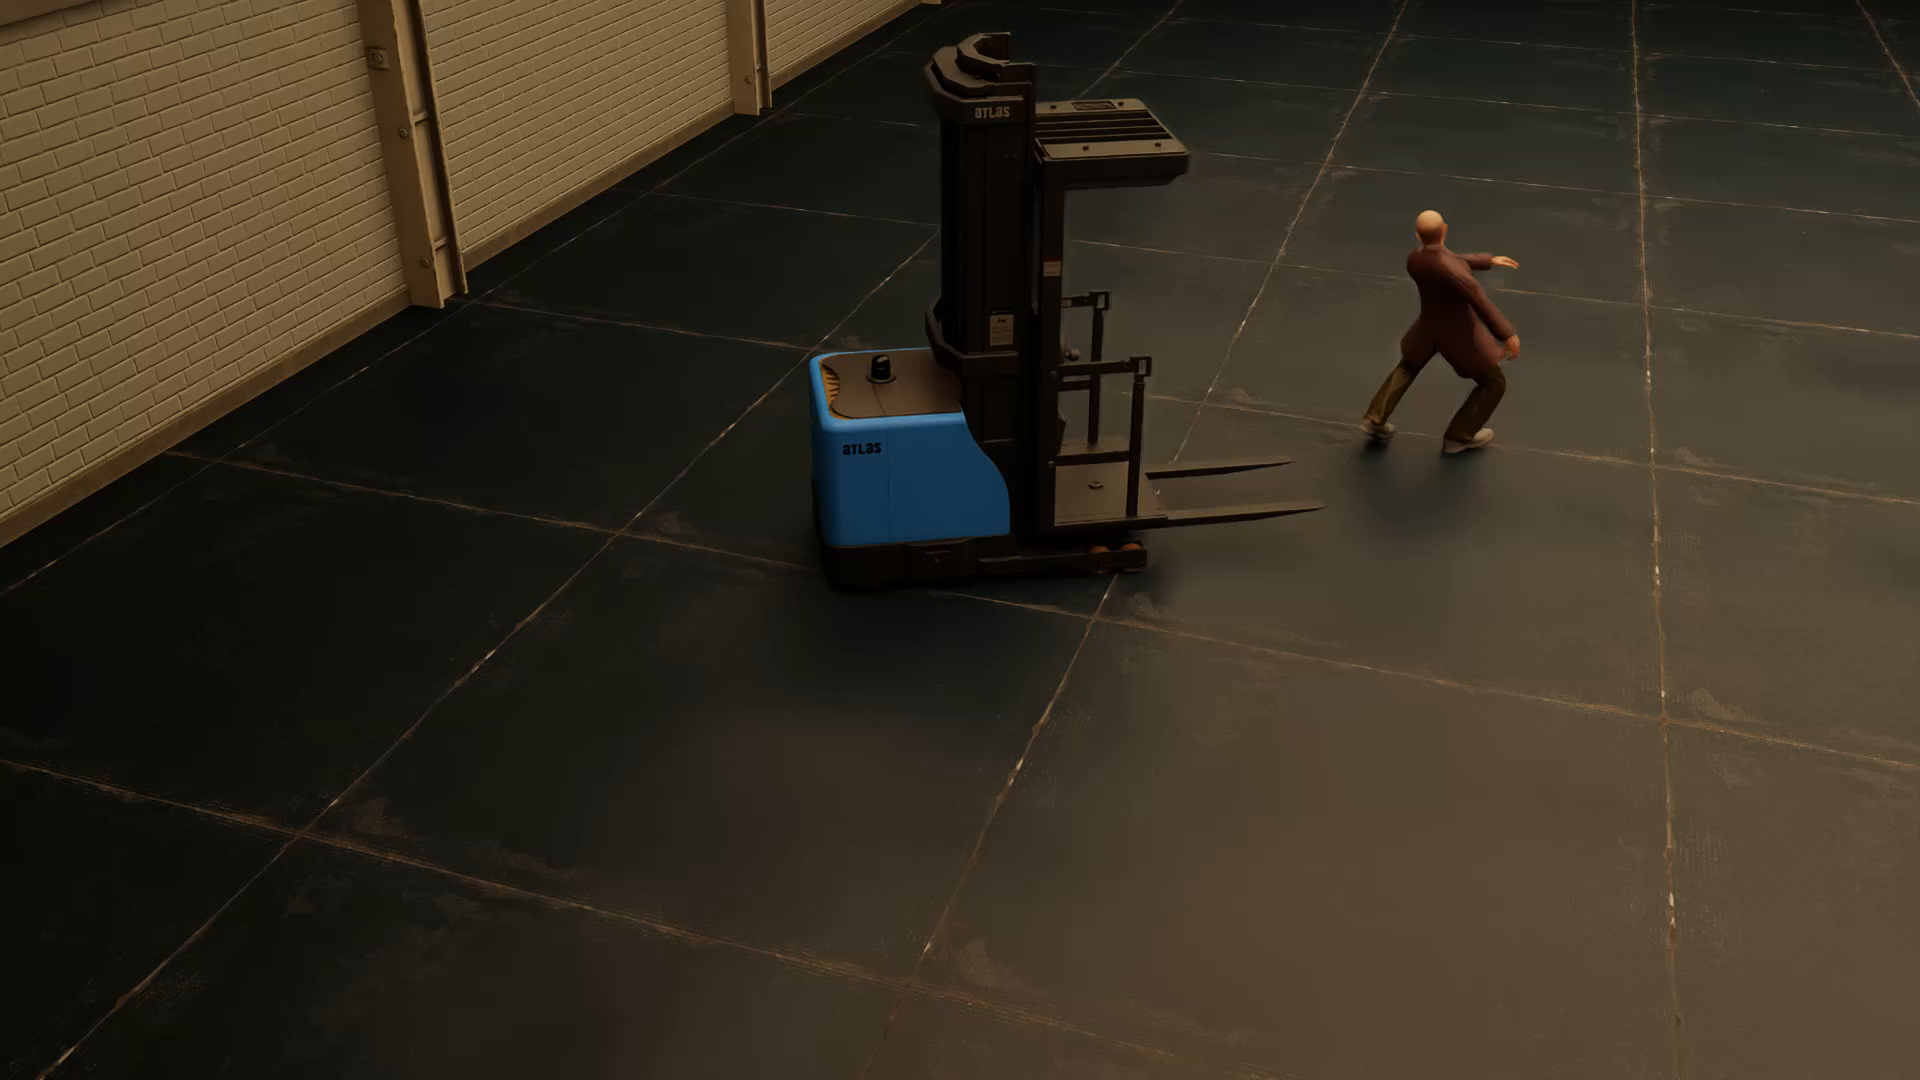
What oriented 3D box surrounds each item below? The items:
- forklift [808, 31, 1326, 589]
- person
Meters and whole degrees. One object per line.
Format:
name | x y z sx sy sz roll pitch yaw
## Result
forklift | 0.652 -1.325 9.460 3.031 2.935 1.130 -5 30 -8
person | 3.244 -1.327 10.791 0.932 1.609 0.884 -20 35 -31
